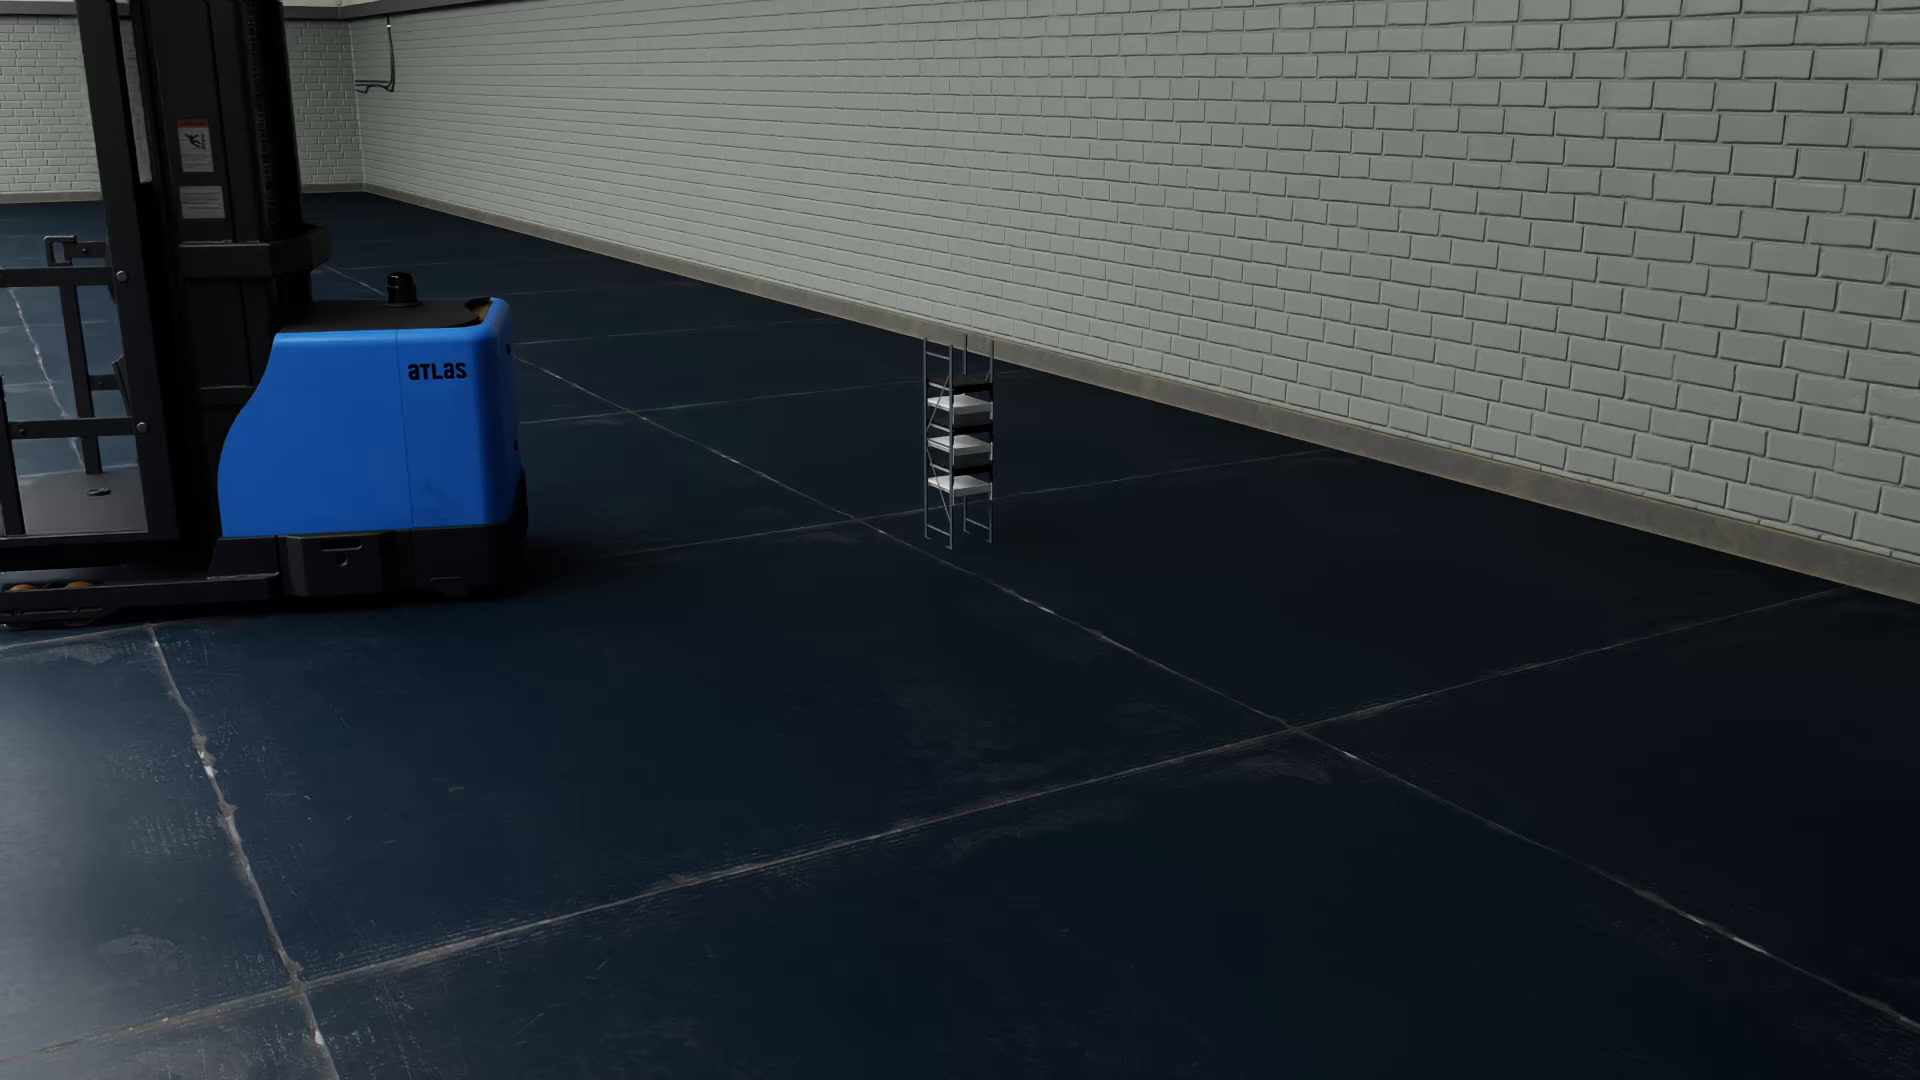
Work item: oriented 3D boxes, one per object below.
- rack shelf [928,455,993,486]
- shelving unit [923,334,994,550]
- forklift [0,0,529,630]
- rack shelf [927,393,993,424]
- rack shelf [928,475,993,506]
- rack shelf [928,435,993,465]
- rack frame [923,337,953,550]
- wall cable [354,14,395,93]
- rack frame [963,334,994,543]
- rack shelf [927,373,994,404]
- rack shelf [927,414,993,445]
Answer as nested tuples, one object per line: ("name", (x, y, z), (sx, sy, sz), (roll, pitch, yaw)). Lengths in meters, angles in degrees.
("rack shelf", (-0.007, -0.313, 7.318), (0.200, 0.077, 0.258), (-9, 18, -30))
("shelving unit", (-0.007, -0.432, 7.284), (0.210, 0.900, 0.258), (-9, 18, -30))
("forklift", (-3.331, -1.231, 6.371), (3.031, 2.935, 1.130), (-3, 16, -11))
("rack shelf", (-0.007, -0.573, 7.245), (0.200, 0.077, 0.258), (-9, 18, -30))
("rack shelf", (-0.007, -0.227, 7.342), (0.200, 0.077, 0.258), (-9, 18, -30))
("rack shelf", (-0.007, -0.400, 7.293), (0.200, 0.077, 0.258), (-9, 18, -30))
("rack frame", (-0.094, -0.418, 7.234), (0.006, 0.900, 0.240), (-9, 18, -30))
("wall cable", (-9.802, -8.663, 27.395), (0.112, 2.526, 3.097), (-9, 18, -30))
("rack frame", (0.080, -0.446, 7.335), (0.006, 0.900, 0.240), (-9, 18, -30))
("rack shelf", (-0.007, -0.660, 7.220), (0.200, 0.077, 0.258), (-9, 18, -30))
("rack shelf", (-0.007, -0.487, 7.269), (0.200, 0.077, 0.258), (-9, 18, -30))
